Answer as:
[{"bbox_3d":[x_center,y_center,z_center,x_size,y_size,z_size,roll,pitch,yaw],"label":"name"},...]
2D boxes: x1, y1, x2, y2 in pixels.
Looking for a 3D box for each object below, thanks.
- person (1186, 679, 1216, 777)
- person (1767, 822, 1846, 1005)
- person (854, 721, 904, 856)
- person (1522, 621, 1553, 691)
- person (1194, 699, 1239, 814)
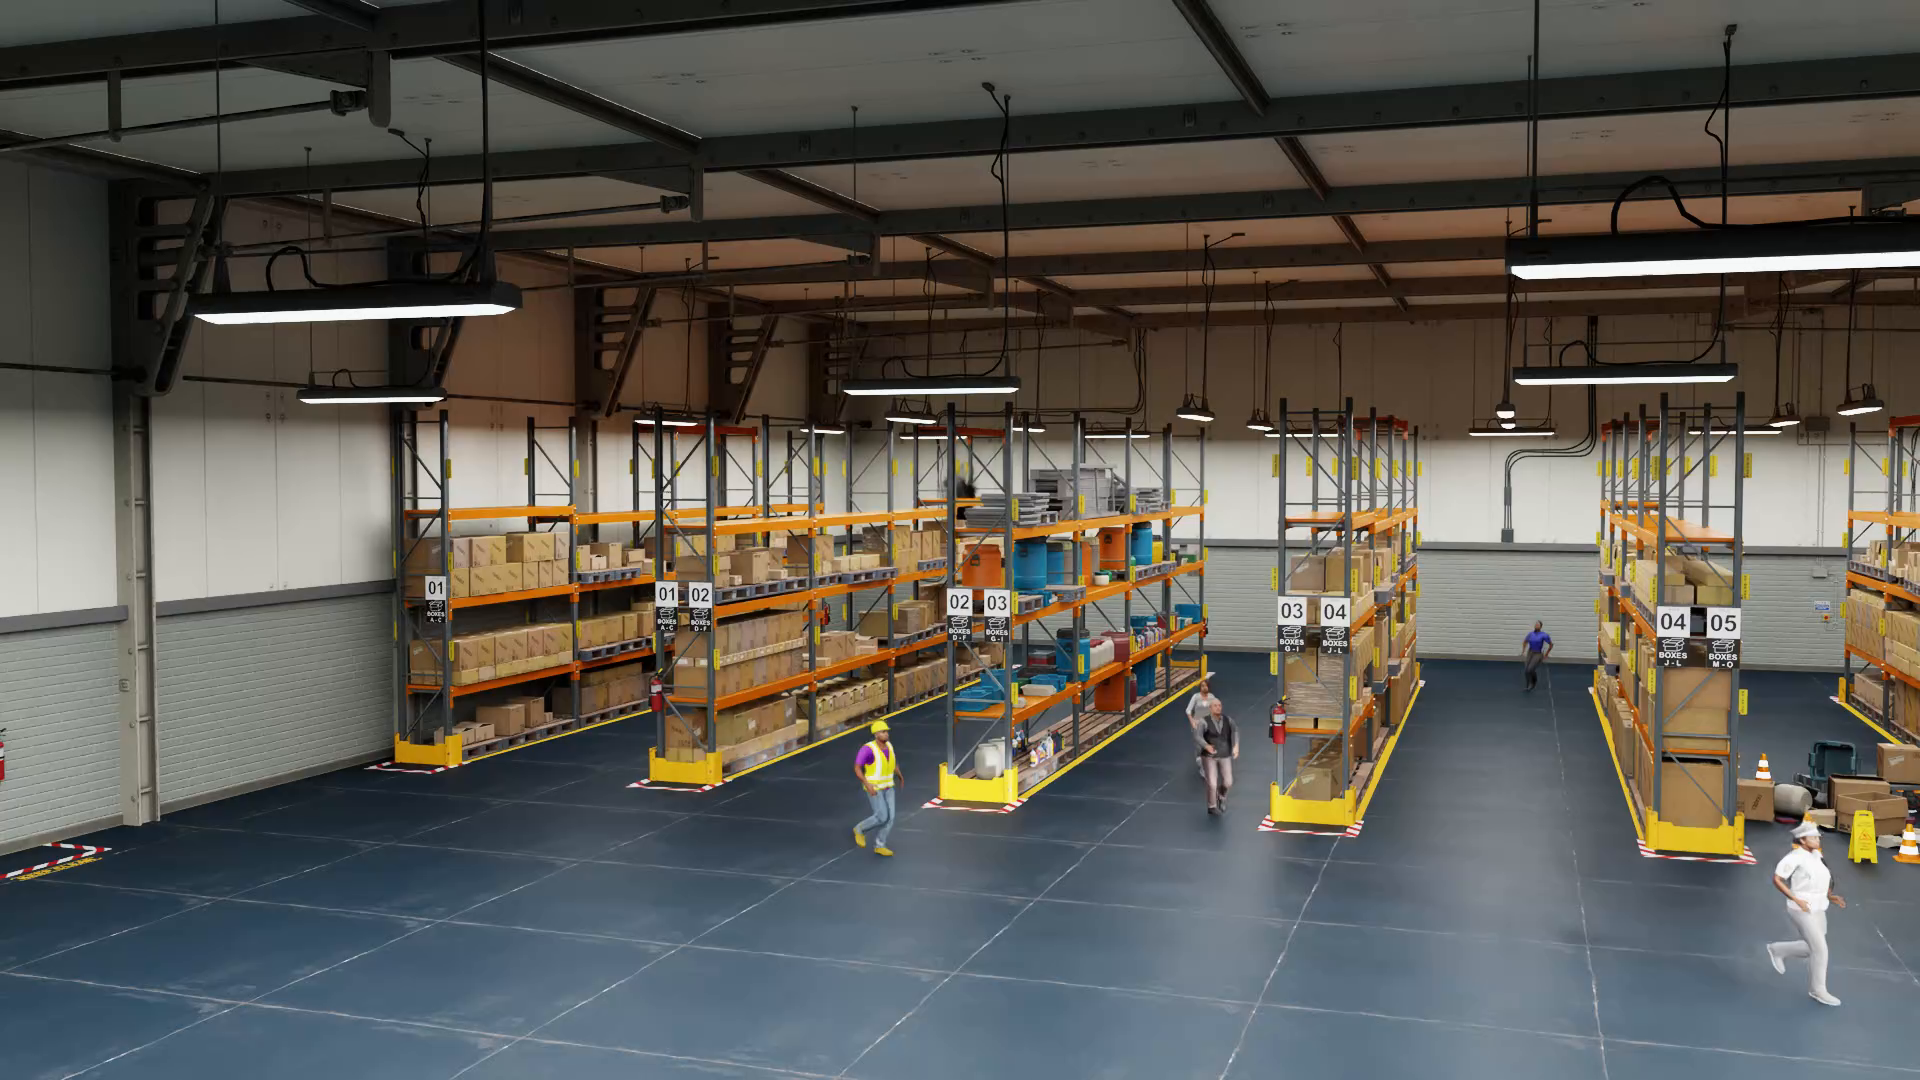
[{"bbox_3d":[3.985,3.067,27.250,0.547,1.557,0.583,0,2,6],"label":"person"},{"bbox_3d":[7.998,3.501,15.799,0.577,1.686,0.760,-2,3,-33],"label":"person"},{"bbox_3d":[-1.077,3.212,21.630,0.578,1.738,0.720,2,3,41],"label":"person"},{"bbox_3d":[12.880,2.603,37.242,0.566,1.597,0.637,-2,3,-42],"label":"person"},{"bbox_3d":[3.714,3.125,23.866,0.699,1.679,0.584,0,2,-5],"label":"person"}]
